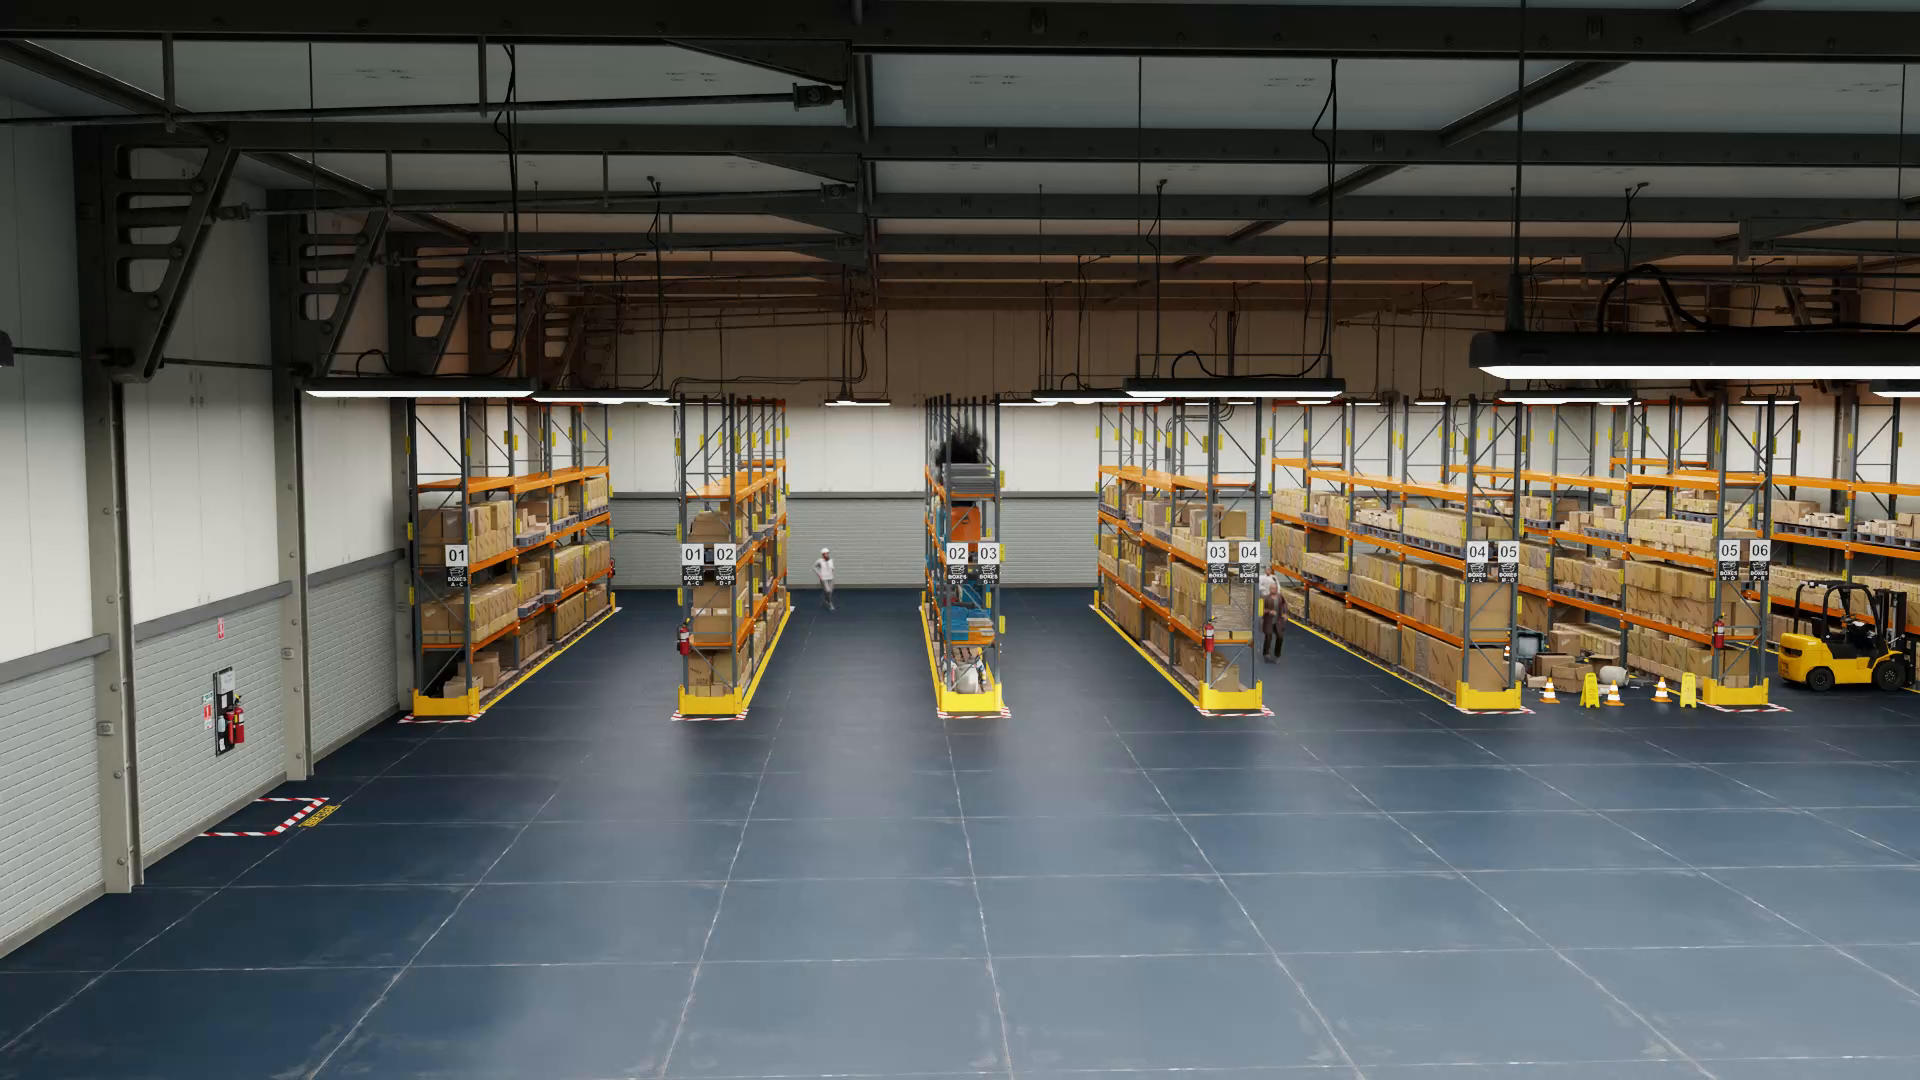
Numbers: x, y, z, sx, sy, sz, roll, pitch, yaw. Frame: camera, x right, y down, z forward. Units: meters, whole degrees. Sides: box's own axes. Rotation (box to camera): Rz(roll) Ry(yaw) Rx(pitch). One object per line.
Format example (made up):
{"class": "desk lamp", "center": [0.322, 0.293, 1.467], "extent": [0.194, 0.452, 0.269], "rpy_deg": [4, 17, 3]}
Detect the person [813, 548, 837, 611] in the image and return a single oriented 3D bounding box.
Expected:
{"class": "person", "center": [-3.813, 1.120, 47.269], "extent": [0.652, 1.796, 0.709], "rpy_deg": [-3, 6, -36]}

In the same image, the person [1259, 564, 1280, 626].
{"class": "person", "center": [8.013, 1.485, 43.143], "extent": [0.615, 1.724, 0.856], "rpy_deg": [0, 5, 0]}

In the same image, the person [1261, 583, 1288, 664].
{"class": "person", "center": [7.065, 1.901, 37.459], "extent": [0.740, 1.858, 0.811], "rpy_deg": [-1, 5, -9]}

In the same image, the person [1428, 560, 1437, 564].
{"class": "person", "center": [14.052, 0.991, 49.457], "extent": [0.860, 1.651, 0.594], "rpy_deg": [1, 5, 14]}
